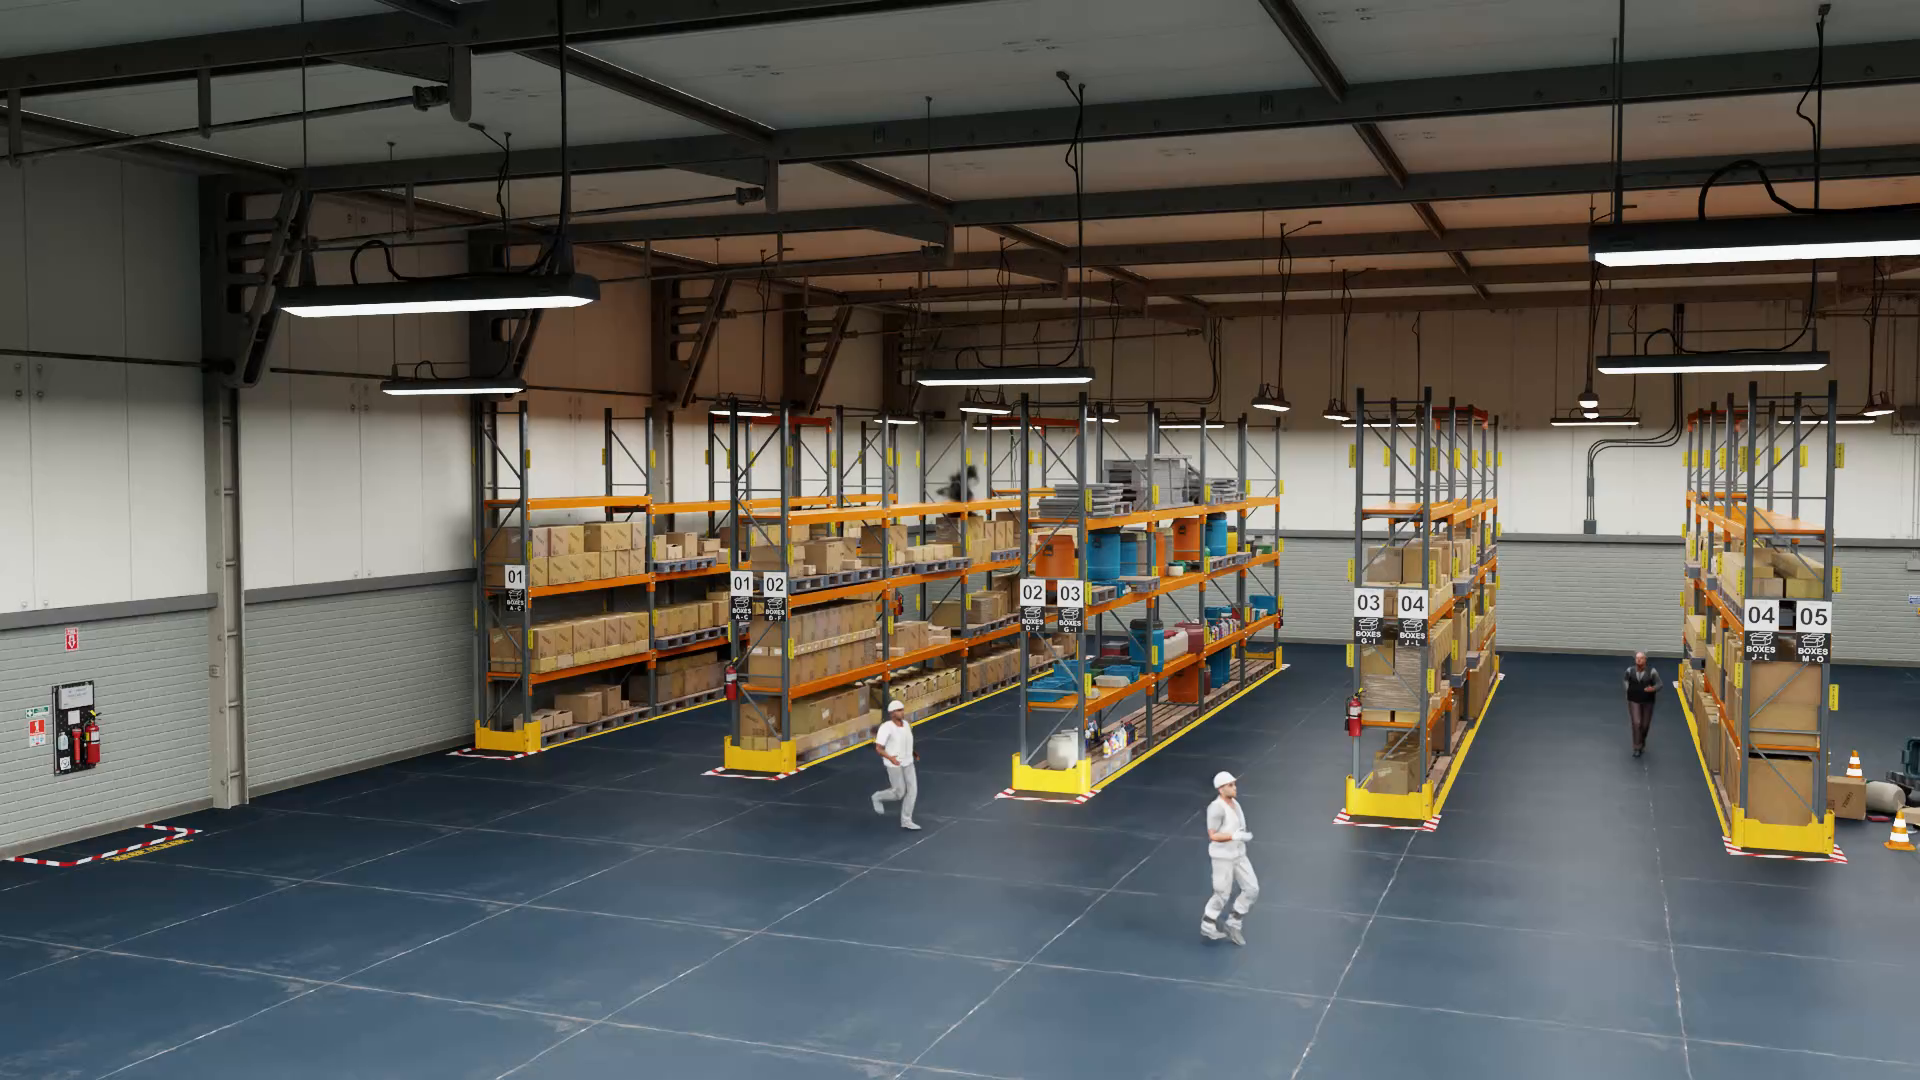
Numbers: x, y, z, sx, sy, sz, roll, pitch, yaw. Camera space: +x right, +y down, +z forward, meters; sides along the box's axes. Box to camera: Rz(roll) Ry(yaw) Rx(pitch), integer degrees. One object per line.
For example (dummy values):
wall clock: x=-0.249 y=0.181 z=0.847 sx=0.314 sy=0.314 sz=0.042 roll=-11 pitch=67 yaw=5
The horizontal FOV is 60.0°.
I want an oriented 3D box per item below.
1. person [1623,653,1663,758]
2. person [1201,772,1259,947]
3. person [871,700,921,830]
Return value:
person: x=11.564 y=2.772 z=28.183 sx=0.648 sy=1.735 sz=0.890 roll=1 pitch=3 yaw=24
person: x=2.785 y=3.282 z=17.056 sx=0.681 sy=1.809 sz=0.635 roll=3 pitch=4 yaw=44
person: x=-0.839 y=3.043 z=22.638 sx=0.815 sy=1.726 sz=0.712 roll=3 pitch=4 yaw=43
